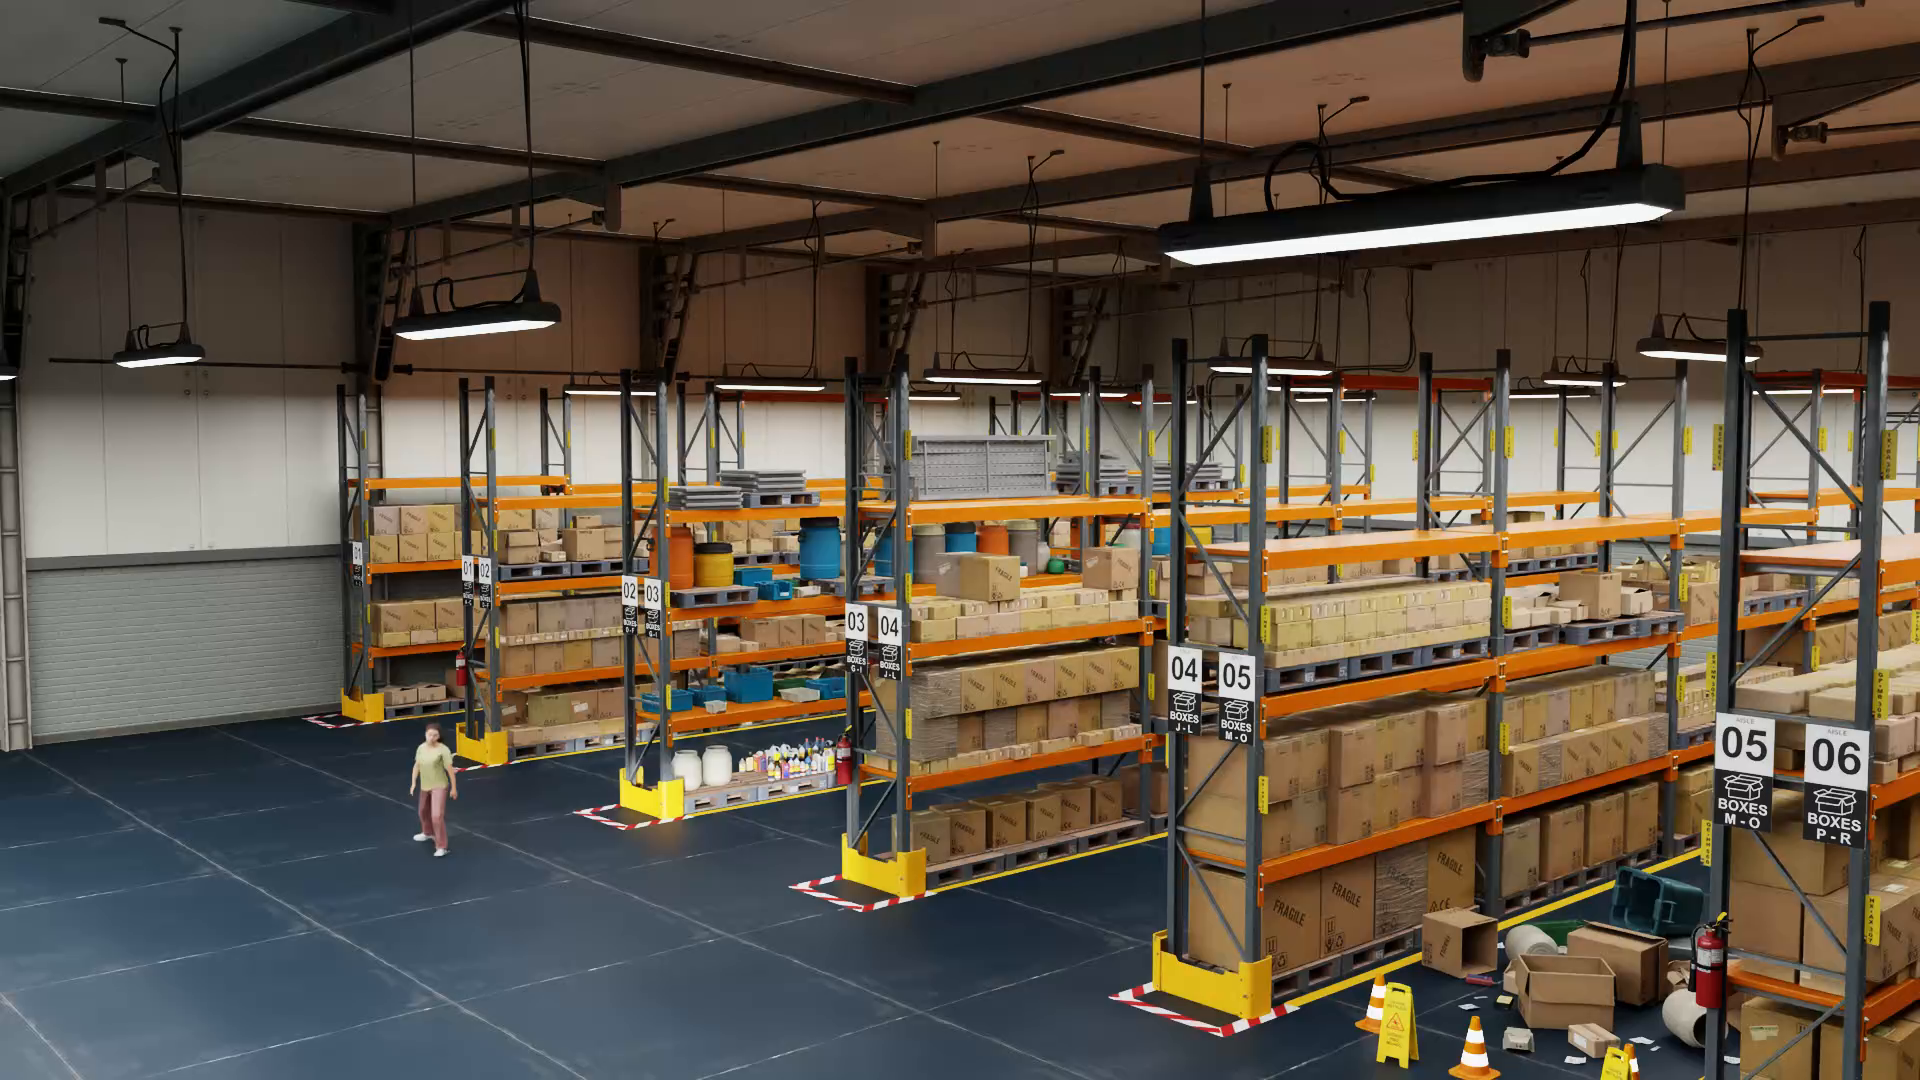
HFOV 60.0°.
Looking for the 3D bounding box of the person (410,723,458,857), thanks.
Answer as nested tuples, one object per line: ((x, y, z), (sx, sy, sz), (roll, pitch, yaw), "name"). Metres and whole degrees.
((-6.520, 3.017, 20.468), (0.754, 1.608, 0.693), (1, 4, 21), "person")

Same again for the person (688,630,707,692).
((-4.909, 2.279, 30.819), (0.700, 1.762, 0.843), (3, 5, 36), "person")
